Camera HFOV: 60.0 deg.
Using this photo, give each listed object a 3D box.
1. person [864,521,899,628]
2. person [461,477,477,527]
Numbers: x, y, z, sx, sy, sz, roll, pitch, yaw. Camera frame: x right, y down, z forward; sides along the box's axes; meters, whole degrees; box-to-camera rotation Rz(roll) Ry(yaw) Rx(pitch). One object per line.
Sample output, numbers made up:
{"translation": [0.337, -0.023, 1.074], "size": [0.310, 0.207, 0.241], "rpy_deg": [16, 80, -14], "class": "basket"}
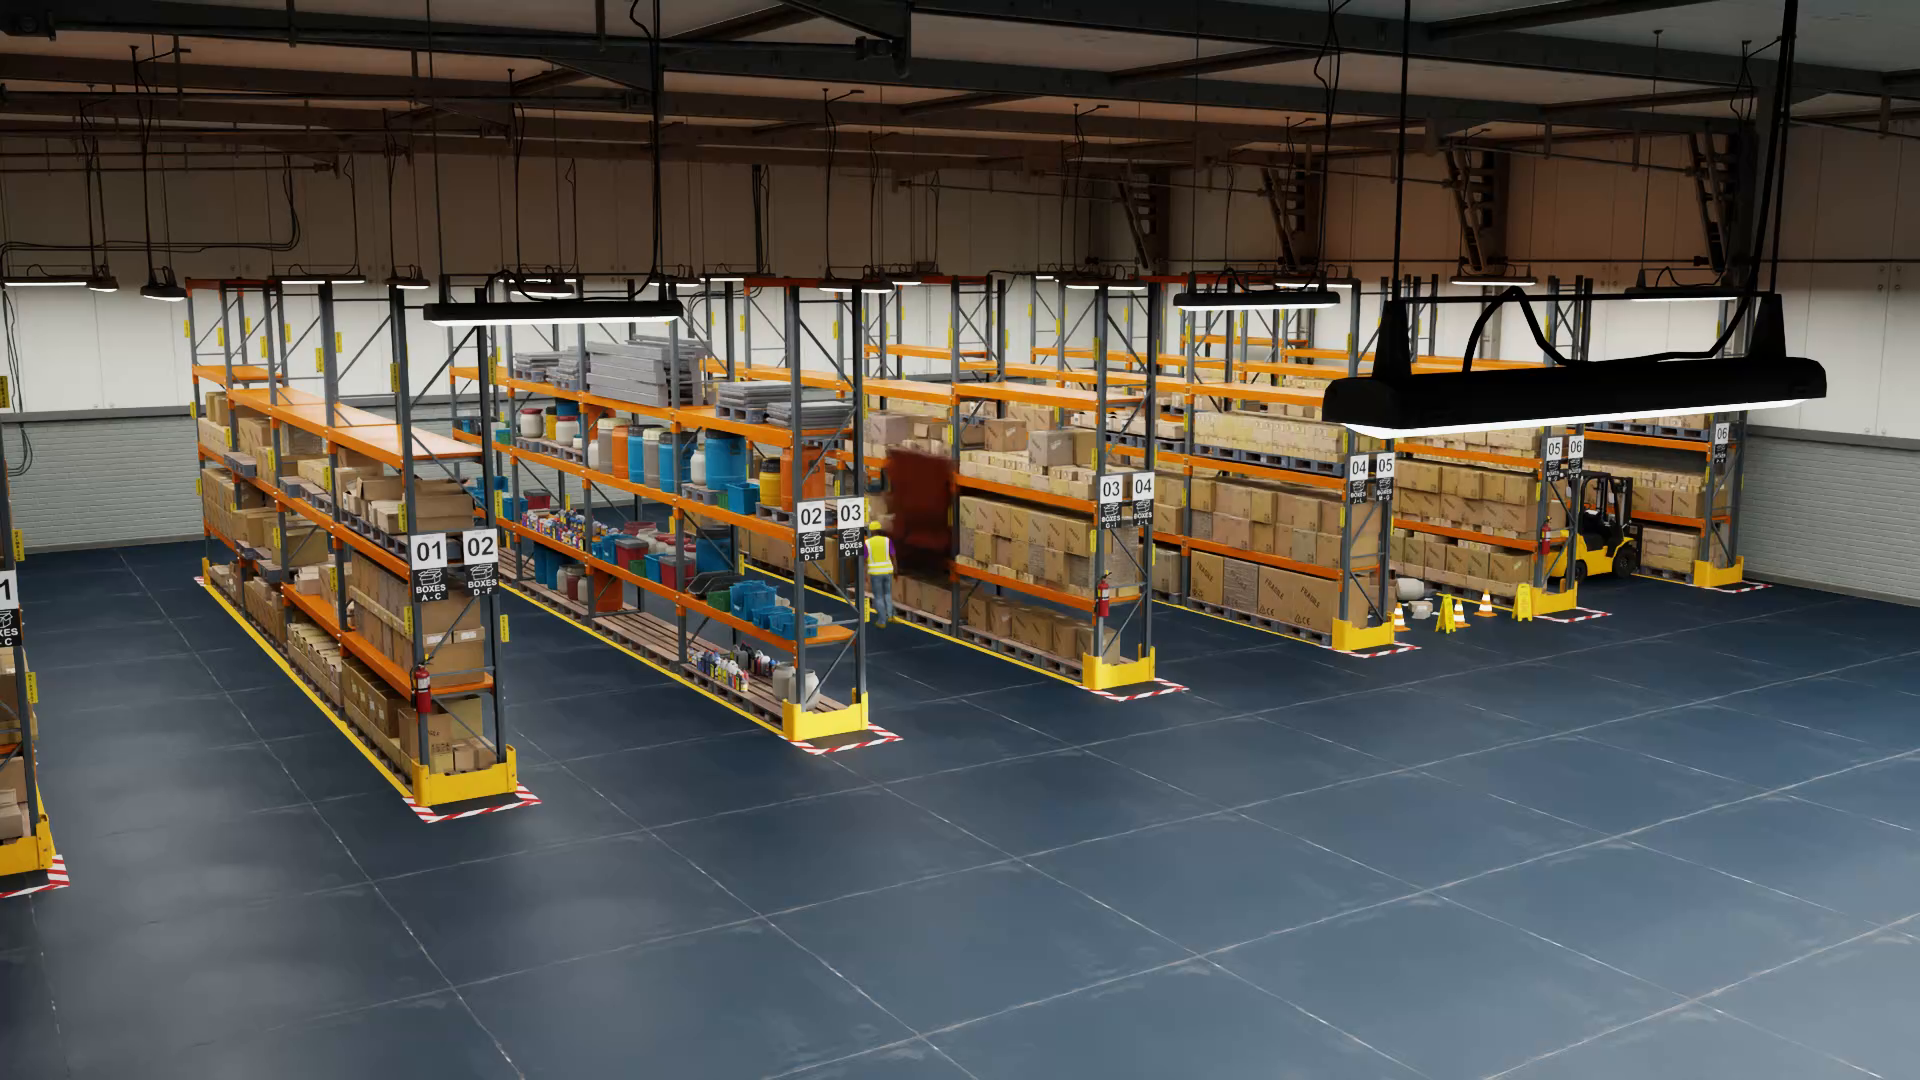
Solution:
{"translation": [-1.349, 0.563, 27.556], "size": [0.588, 1.756, 0.540], "rpy_deg": [-4, 10, -23], "class": "person"}
{"translation": [-10.982, -0.605, 36.770], "size": [1.085, 1.607, 0.441], "rpy_deg": [-2, 10, -14], "class": "person"}
